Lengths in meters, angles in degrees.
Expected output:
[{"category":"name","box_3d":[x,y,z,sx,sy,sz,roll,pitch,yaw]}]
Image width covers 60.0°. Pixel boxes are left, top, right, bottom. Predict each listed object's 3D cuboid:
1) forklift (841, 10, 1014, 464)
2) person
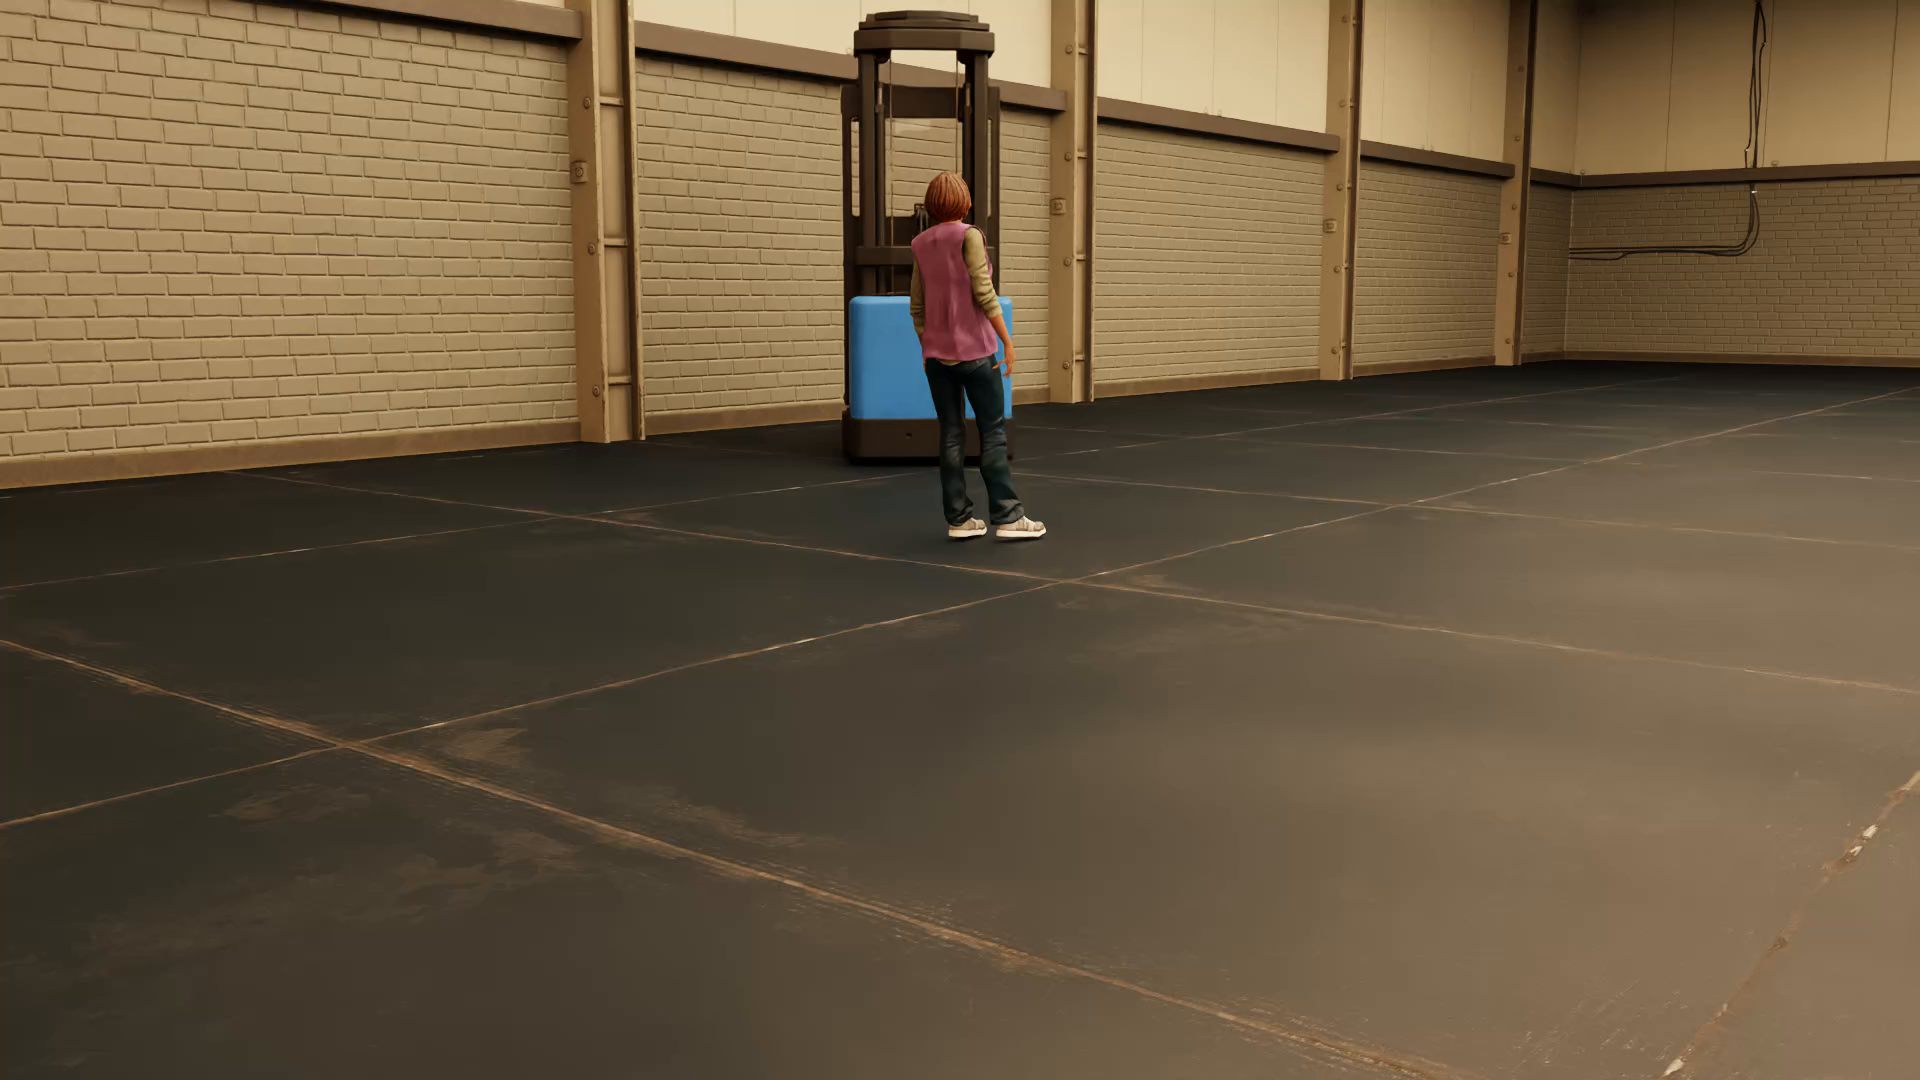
[{"category":"forklift","box_3d":[-0.288,-2.123,11.787,1.130,2.935,3.031,-1,8,-4]},{"category":"person","box_3d":[0.058,-0.804,7.337,0.521,1.599,0.473,7,11,38]}]
